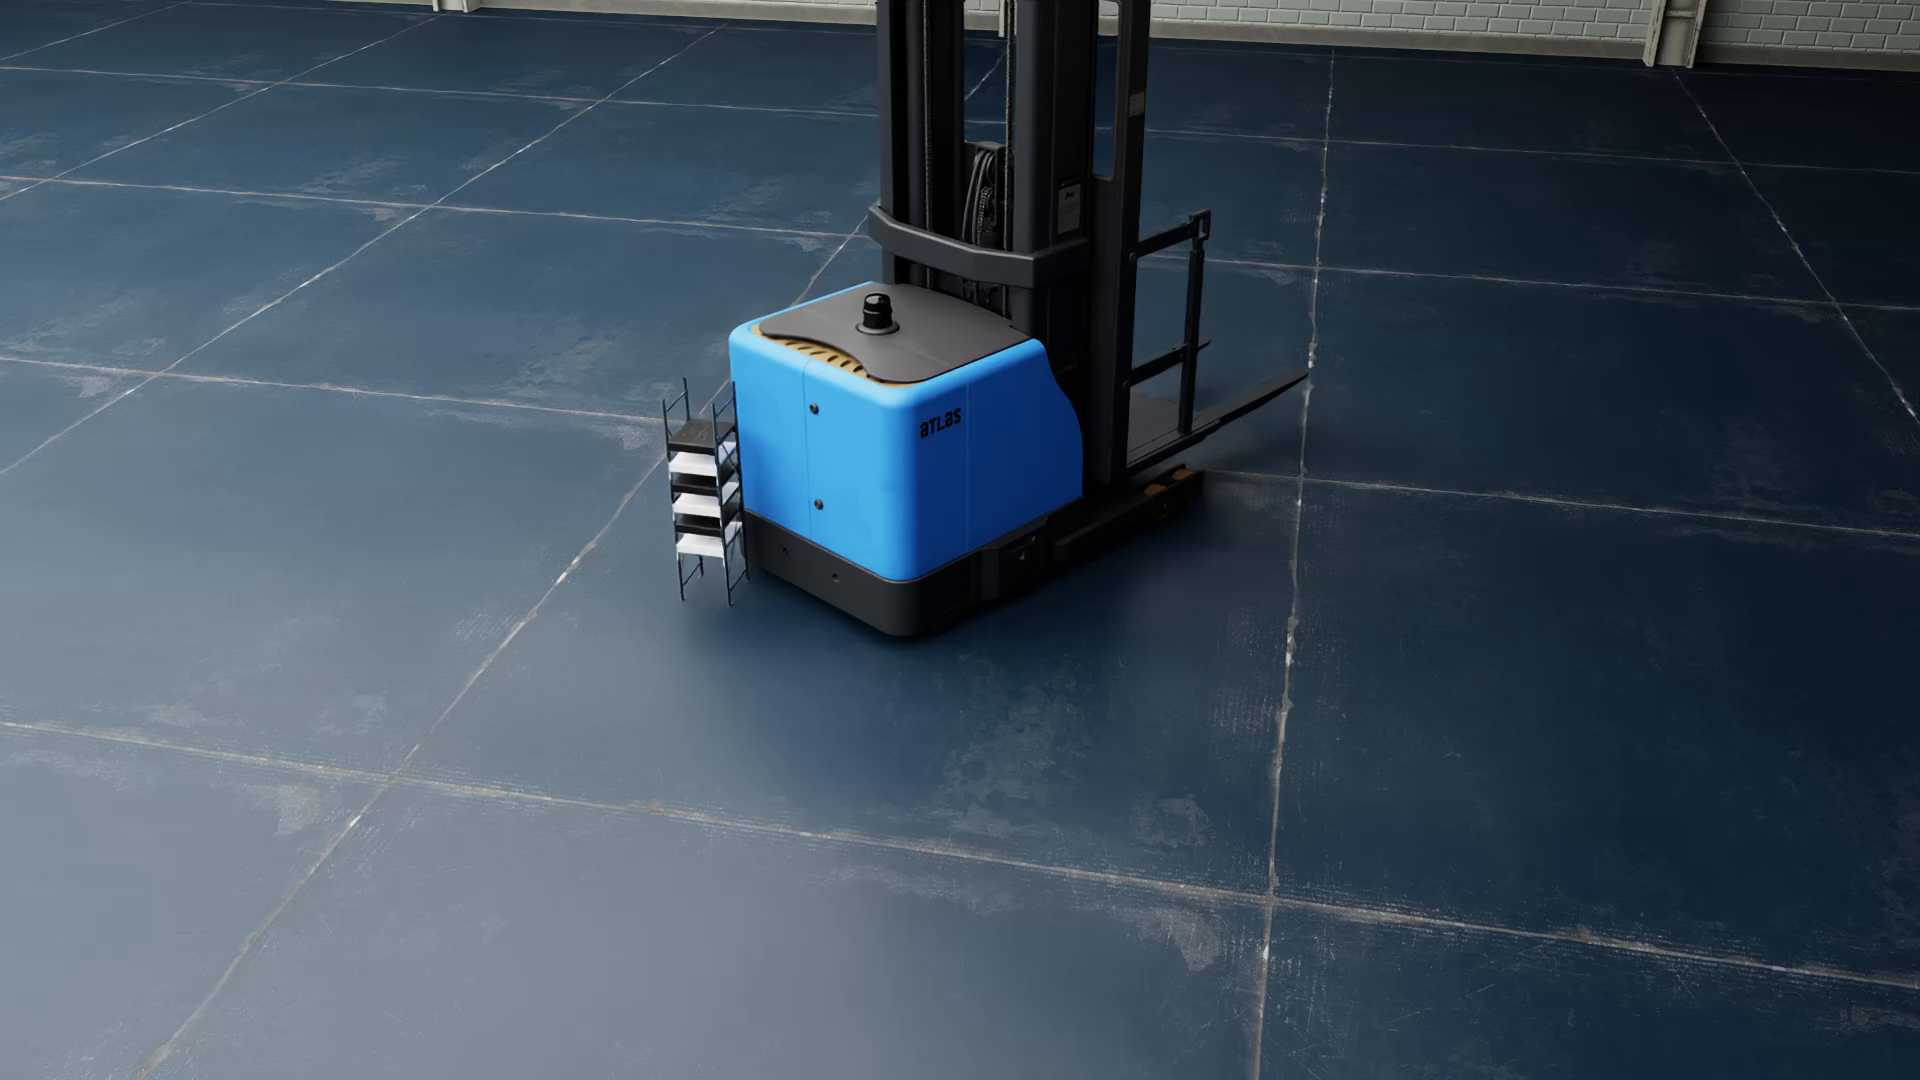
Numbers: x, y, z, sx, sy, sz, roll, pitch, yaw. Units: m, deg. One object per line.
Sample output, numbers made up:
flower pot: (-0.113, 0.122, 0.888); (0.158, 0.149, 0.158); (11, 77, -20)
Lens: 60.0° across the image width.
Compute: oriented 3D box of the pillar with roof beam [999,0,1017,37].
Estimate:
pillar with roof beam: (-0.292, -6.889, 10.463); (0.400, 9.000, 9.100); (6, 29, 11)

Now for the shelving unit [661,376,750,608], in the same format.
shelving unit: (-1.010, -0.185, 6.650); (0.210, 0.900, 0.258); (7, 29, 12)

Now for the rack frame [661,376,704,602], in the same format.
rack frame: (-1.109, -0.196, 6.671); (0.006, 0.900, 0.240); (7, 29, 12)

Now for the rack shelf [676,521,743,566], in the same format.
rack shelf: (-1.009, 0.002, 6.752); (0.200, 0.077, 0.258); (7, 29, 12)

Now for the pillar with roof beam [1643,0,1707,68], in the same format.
pillar with roof beam: (5.575, -6.287, 9.364); (0.400, 9.000, 9.100); (6, 29, 11)

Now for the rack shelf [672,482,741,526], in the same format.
rack shelf: (-1.010, -0.156, 6.666); (0.200, 0.077, 0.258); (7, 29, 12)

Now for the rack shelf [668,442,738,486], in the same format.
rack shelf: (-1.011, -0.313, 6.579); (0.200, 0.077, 0.258); (7, 29, 12)

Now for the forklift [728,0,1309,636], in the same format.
forklift: (0.458, -1.525, 6.984); (1.130, 2.935, 3.031); (25, 37, 38)

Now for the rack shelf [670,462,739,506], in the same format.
rack shelf: (-1.010, -0.234, 6.623); (0.200, 0.077, 0.258); (7, 29, 12)

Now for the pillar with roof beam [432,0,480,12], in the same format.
pillar with roof beam: (-6.160, -7.491, 11.562); (0.400, 9.000, 9.100); (6, 29, 11)

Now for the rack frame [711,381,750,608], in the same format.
rack frame: (-0.911, -0.173, 6.628); (0.006, 0.900, 0.240); (7, 29, 12)

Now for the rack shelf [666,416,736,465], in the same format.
rack shelf: (-1.011, -0.392, 6.536); (0.200, 0.077, 0.258); (7, 29, 12)

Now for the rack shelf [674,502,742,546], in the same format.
rack shelf: (-1.010, -0.077, 6.709); (0.200, 0.077, 0.258); (7, 29, 12)
